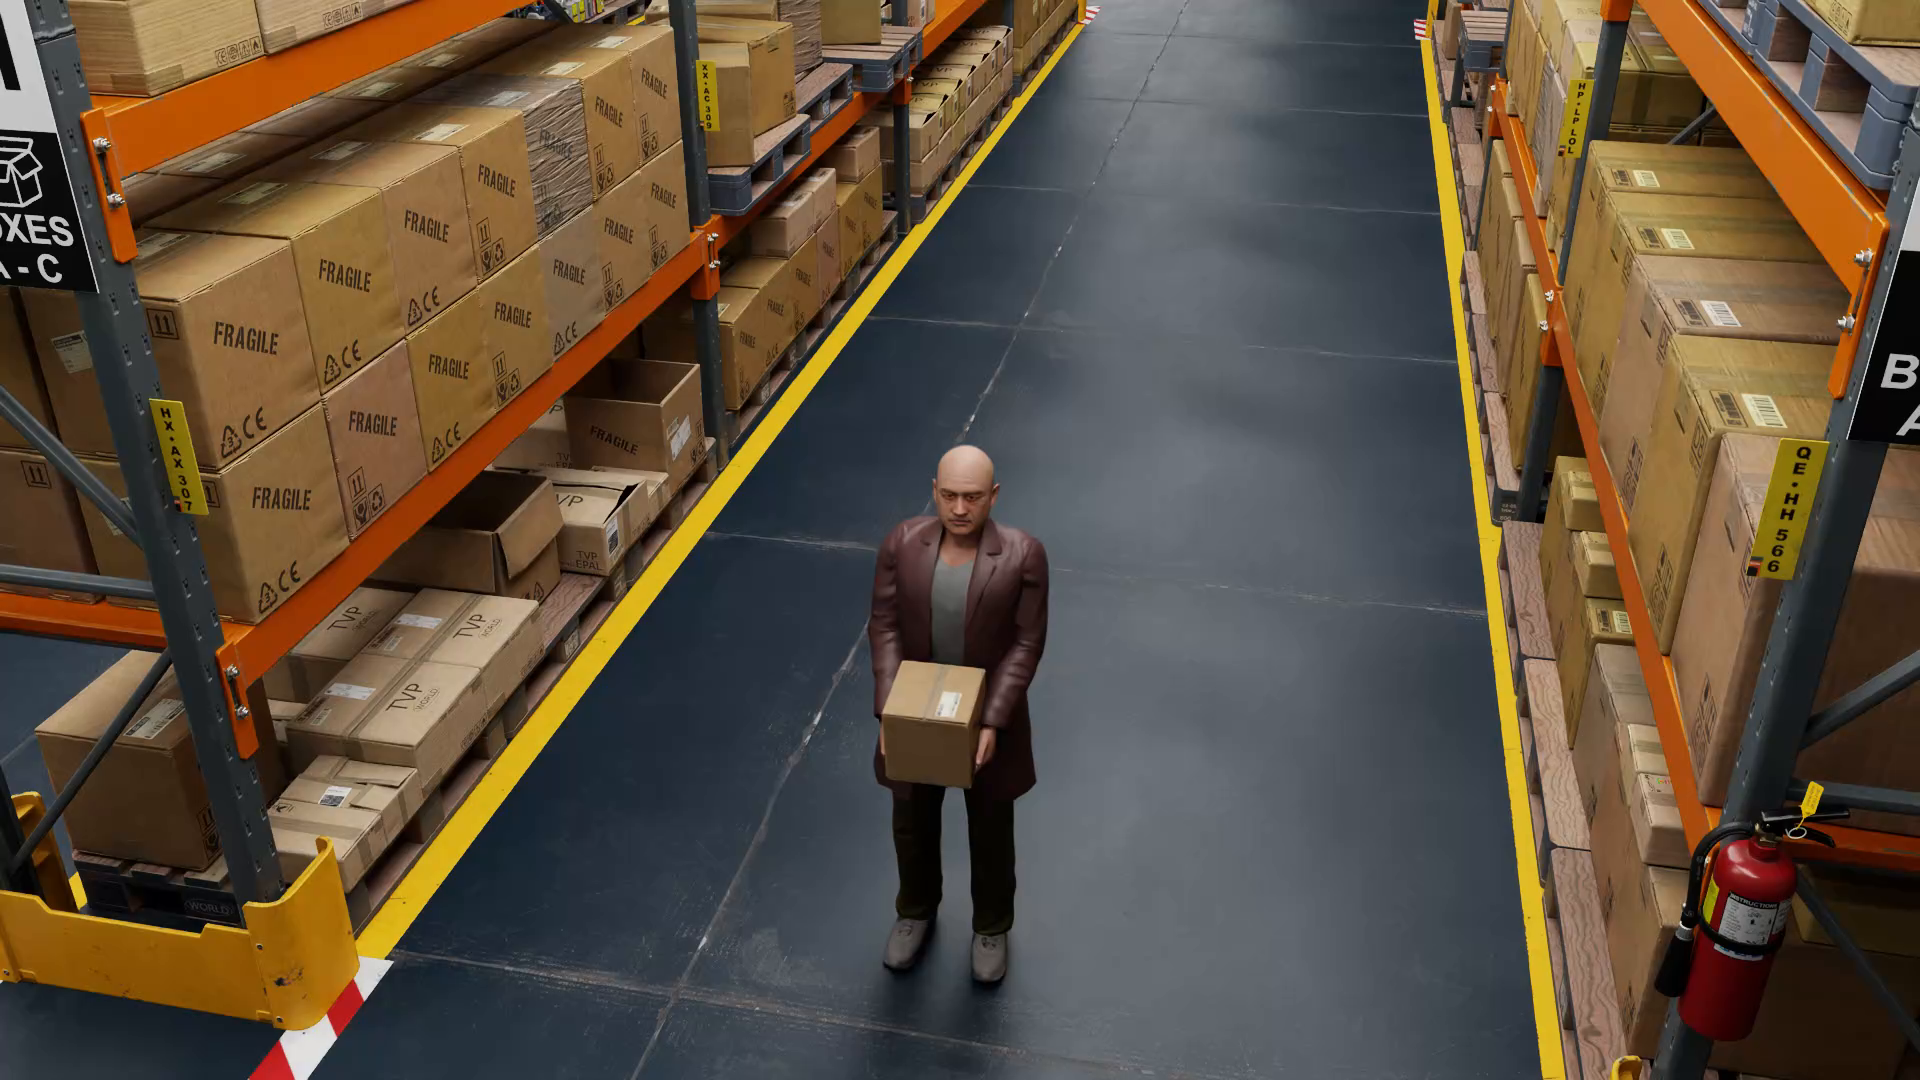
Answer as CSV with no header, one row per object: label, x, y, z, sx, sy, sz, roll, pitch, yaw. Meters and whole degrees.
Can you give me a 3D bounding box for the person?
person,-0.030,0.589,5.046,0.542,1.779,0.541,6,29,10
